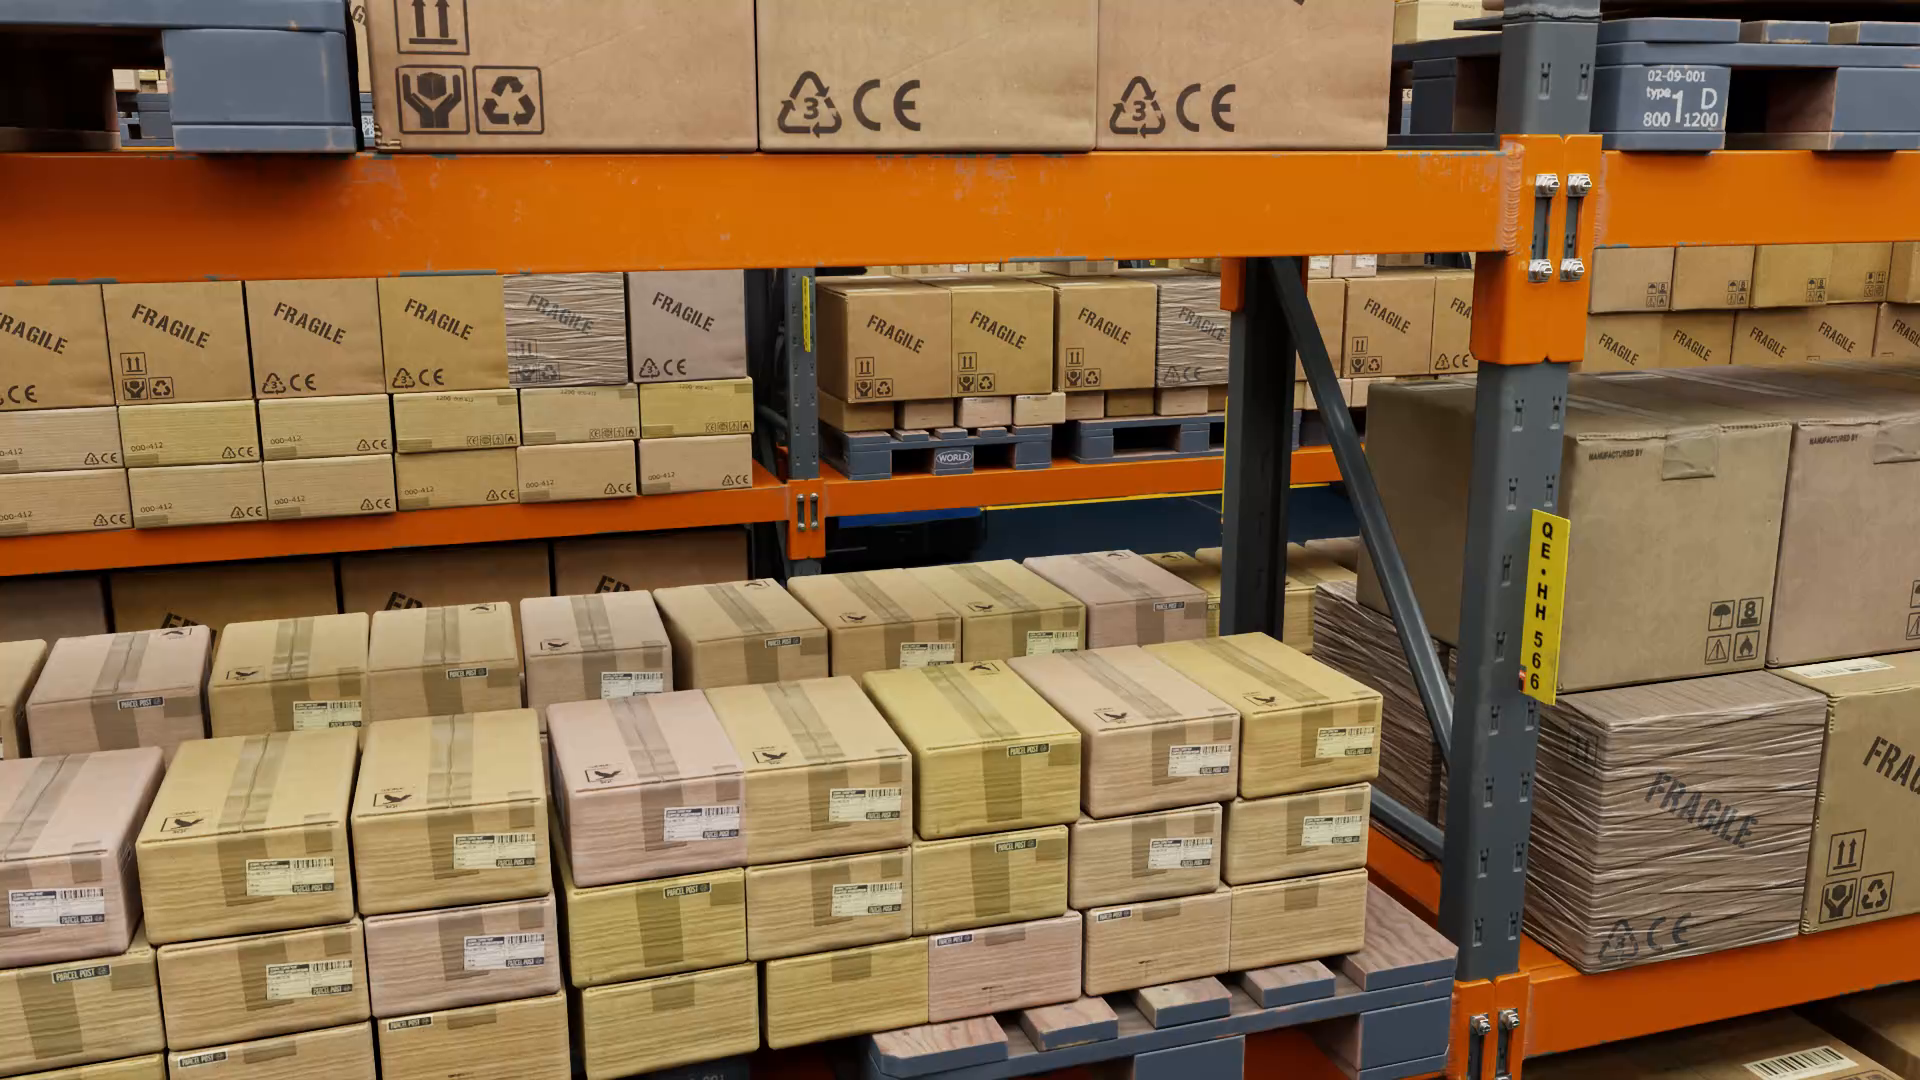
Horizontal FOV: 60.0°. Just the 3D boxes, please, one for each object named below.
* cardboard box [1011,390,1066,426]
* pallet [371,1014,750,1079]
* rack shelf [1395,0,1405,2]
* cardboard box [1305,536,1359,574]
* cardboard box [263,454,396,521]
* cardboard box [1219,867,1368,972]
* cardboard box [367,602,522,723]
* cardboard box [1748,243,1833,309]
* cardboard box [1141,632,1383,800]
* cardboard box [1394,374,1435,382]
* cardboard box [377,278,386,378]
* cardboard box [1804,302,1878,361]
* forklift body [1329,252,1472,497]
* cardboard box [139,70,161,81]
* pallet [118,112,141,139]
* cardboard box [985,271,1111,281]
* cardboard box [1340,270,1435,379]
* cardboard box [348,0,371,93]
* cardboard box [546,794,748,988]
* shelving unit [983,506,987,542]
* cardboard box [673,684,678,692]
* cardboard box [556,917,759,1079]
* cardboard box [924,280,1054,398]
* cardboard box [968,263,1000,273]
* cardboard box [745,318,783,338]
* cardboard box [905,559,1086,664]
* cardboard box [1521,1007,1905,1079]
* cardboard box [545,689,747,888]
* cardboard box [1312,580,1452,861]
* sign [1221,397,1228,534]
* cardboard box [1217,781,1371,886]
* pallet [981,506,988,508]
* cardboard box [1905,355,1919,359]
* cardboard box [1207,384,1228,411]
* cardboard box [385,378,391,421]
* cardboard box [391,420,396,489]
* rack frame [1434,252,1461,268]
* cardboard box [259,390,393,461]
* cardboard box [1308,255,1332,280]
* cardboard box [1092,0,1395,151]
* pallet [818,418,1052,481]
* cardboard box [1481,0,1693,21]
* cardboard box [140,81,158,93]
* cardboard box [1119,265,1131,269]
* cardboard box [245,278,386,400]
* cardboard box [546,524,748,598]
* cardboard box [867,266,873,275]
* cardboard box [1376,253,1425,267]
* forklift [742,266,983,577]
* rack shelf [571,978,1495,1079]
[{"bbox_3d":[0.327,-0.661,8.076,0.250,0.149,0.380,-4,14,-18],"label":"cardboard box"},{"bbox_3d":[-1.049,0.770,2.838,1.213,0.211,1.003,-4,14,-18],"label":"pallet"},{"bbox_3d":[3.240,-4.462,13.873,4.000,0.370,1.077,-4,14,-18],"label":"rack shelf"},{"bbox_3d":[2.435,0.262,9.332,0.625,0.372,0.950,-4,14,-17],"label":"cardboard box"},{"bbox_3d":[-2.692,-0.271,7.123,0.500,0.250,0.500,-5,14,-19],"label":"cardboard box"},{"bbox_3d":[0.494,0.577,2.871,0.250,0.149,0.380,-4,14,-17],"label":"cardboard box"},{"bbox_3d":[-0.930,0.239,3.005,0.250,0.149,0.380,-4,14,-16],"label":"cardboard box"},{"bbox_3d":[4.393,-1.580,9.285,0.500,0.500,0.700,-5,14,-19],"label":"cardboard box"},{"bbox_3d":[0.496,0.287,2.804,0.250,0.149,0.380,-5,14,-20],"label":"cardboard box"},{"bbox_3d":[2.276,-0.820,8.742,0.250,0.149,0.380,-5,14,-20],"label":"cardboard box"},{"bbox_3d":[-2.847,-0.999,7.483,0.500,0.500,0.500,-4,14,-17],"label":"cardboard box"},{"bbox_3d":[4.858,-1.134,9.571,0.500,0.500,0.500,-4,14,-17],"label":"cardboard box"},{"bbox_3d":[3.920,-1.282,12.886,1.214,2.155,2.313,-4,14,-18],"label":"forklift body"},{"bbox_3d":[-5.331,-3.055,10.798,0.250,0.149,0.380,-5,14,-19],"label":"cardboard box"},{"bbox_3d":[-5.597,-2.750,11.147,1.003,0.211,1.213,-4,14,-18],"label":"pallet"},{"bbox_3d":[0.447,-1.127,8.631,0.500,0.500,0.500,-5,14,-22],"label":"cardboard box"},{"bbox_3d":[2.097,-1.128,8.637,0.500,0.500,0.500,-4,14,-18],"label":"cardboard box"},{"bbox_3d":[-2.438,-2.075,6.779,0.500,0.500,0.500,-4,14,-18],"label":"cardboard box"},{"bbox_3d":[-0.483,0.507,2.520,0.250,0.149,0.380,-5,14,-18],"label":"cardboard box"},{"bbox_3d":[0.067,-0.590,12.031,0.189,1.200,0.258,-5,14,-20],"label":"shelving unit"},{"bbox_3d":[-0.455,0.346,3.198,0.250,0.149,0.380,-4,14,-18],"label":"cardboard box"},{"bbox_3d":[-0.478,0.652,2.557,0.250,0.149,0.380,-5,14,-21],"label":"cardboard box"},{"bbox_3d":[0.132,-0.977,8.000,0.500,0.500,0.500,-4,14,-15],"label":"cardboard box"},{"bbox_3d":[0.129,-2.147,13.068,0.250,0.149,0.380,-5,14,-19],"label":"cardboard box"},{"bbox_3d":[-1.470,-1.587,12.657,0.500,0.250,0.500,-5,14,-19],"label":"cardboard box"},{"bbox_3d":[0.061,0.162,3.329,0.250,0.149,0.380,-5,14,-20],"label":"cardboard box"},{"bbox_3d":[1.420,1.387,3.785,0.750,0.750,1.050,-5,14,-19],"label":"cardboard box"},{"bbox_3d":[-0.473,0.361,2.492,0.250,0.149,0.380,-4,14,-18],"label":"cardboard box"},{"bbox_3d":[1.156,0.381,3.843,0.500,0.500,0.500,-4,14,-18],"label":"cardboard box"},{"bbox_3d":[0.634,-0.163,3.844,0.005,0.325,0.100,-4,14,-18],"label":"sign"},{"bbox_3d":[0.491,0.431,2.840,0.250,0.149,0.380,-4,14,-17],"label":"cardboard box"},{"bbox_3d":[-0.500,-0.430,13.493,1.213,0.211,1.003,-4,14,-18],"label":"pallet"},{"bbox_3d":[2.692,-0.158,3.949,0.500,0.500,0.700,-5,14,-19],"label":"cardboard box"},{"bbox_3d":[1.277,-0.766,8.517,0.250,0.149,0.380,-5,14,-20],"label":"cardboard box"},{"bbox_3d":[-2.871,-0.637,7.582,0.500,0.250,0.500,-4,14,-17],"label":"cardboard box"},{"bbox_3d":[-2.851,-0.386,7.608,0.500,0.250,0.500,-4,14,-18],"label":"cardboard box"},{"bbox_3d":[2.931,-0.852,9.241,0.127,3.000,1.000,-4,14,-18],"label":"rack frame"},{"bbox_3d":[-2.694,-0.516,7.074,0.500,0.250,0.500,-5,14,-20],"label":"cardboard box"},{"bbox_3d":[1.664,-1.402,8.388,0.250,0.149,0.380,-5,14,-20],"label":"cardboard box"},{"bbox_3d":[0.354,-0.888,2.697,0.500,0.500,0.500,-4,14,-18],"label":"cardboard box"},{"bbox_3d":[-0.219,-0.539,8.342,1.003,0.211,1.213,-4,14,-18],"label":"pallet"},{"bbox_3d":[1.312,-1.169,3.476,0.250,0.166,0.380,-4,14,-18],"label":"cardboard box"},{"bbox_3d":[-5.363,-2.926,10.900,0.250,0.149,0.380,-4,14,-18],"label":"cardboard box"},{"bbox_3d":[1.684,-2.081,14.194,0.500,0.500,0.500,-5,14,-18],"label":"cardboard box"},{"bbox_3d":[-2.705,-0.885,7.006,0.500,0.500,0.500,-5,14,-19],"label":"cardboard box"},{"bbox_3d":[-1.541,0.306,8.060,0.875,0.875,0.875,-5,14,-19],"label":"cardboard box"},{"bbox_3d":[-0.831,-2.066,12.727,0.250,0.149,0.380,-4,14,-17],"label":"cardboard box"},{"bbox_3d":[2.372,-1.608,9.252,0.250,0.149,0.380,-5,14,-18],"label":"cardboard box"},{"bbox_3d":[-1.413,-1.282,11.197,3.031,2.935,1.130,-5,14,-20],"label":"forklift"},{"bbox_3d":[-1.081,1.019,2.930,4.000,0.370,1.077,-4,14,-18],"label":"rack shelf"}]
